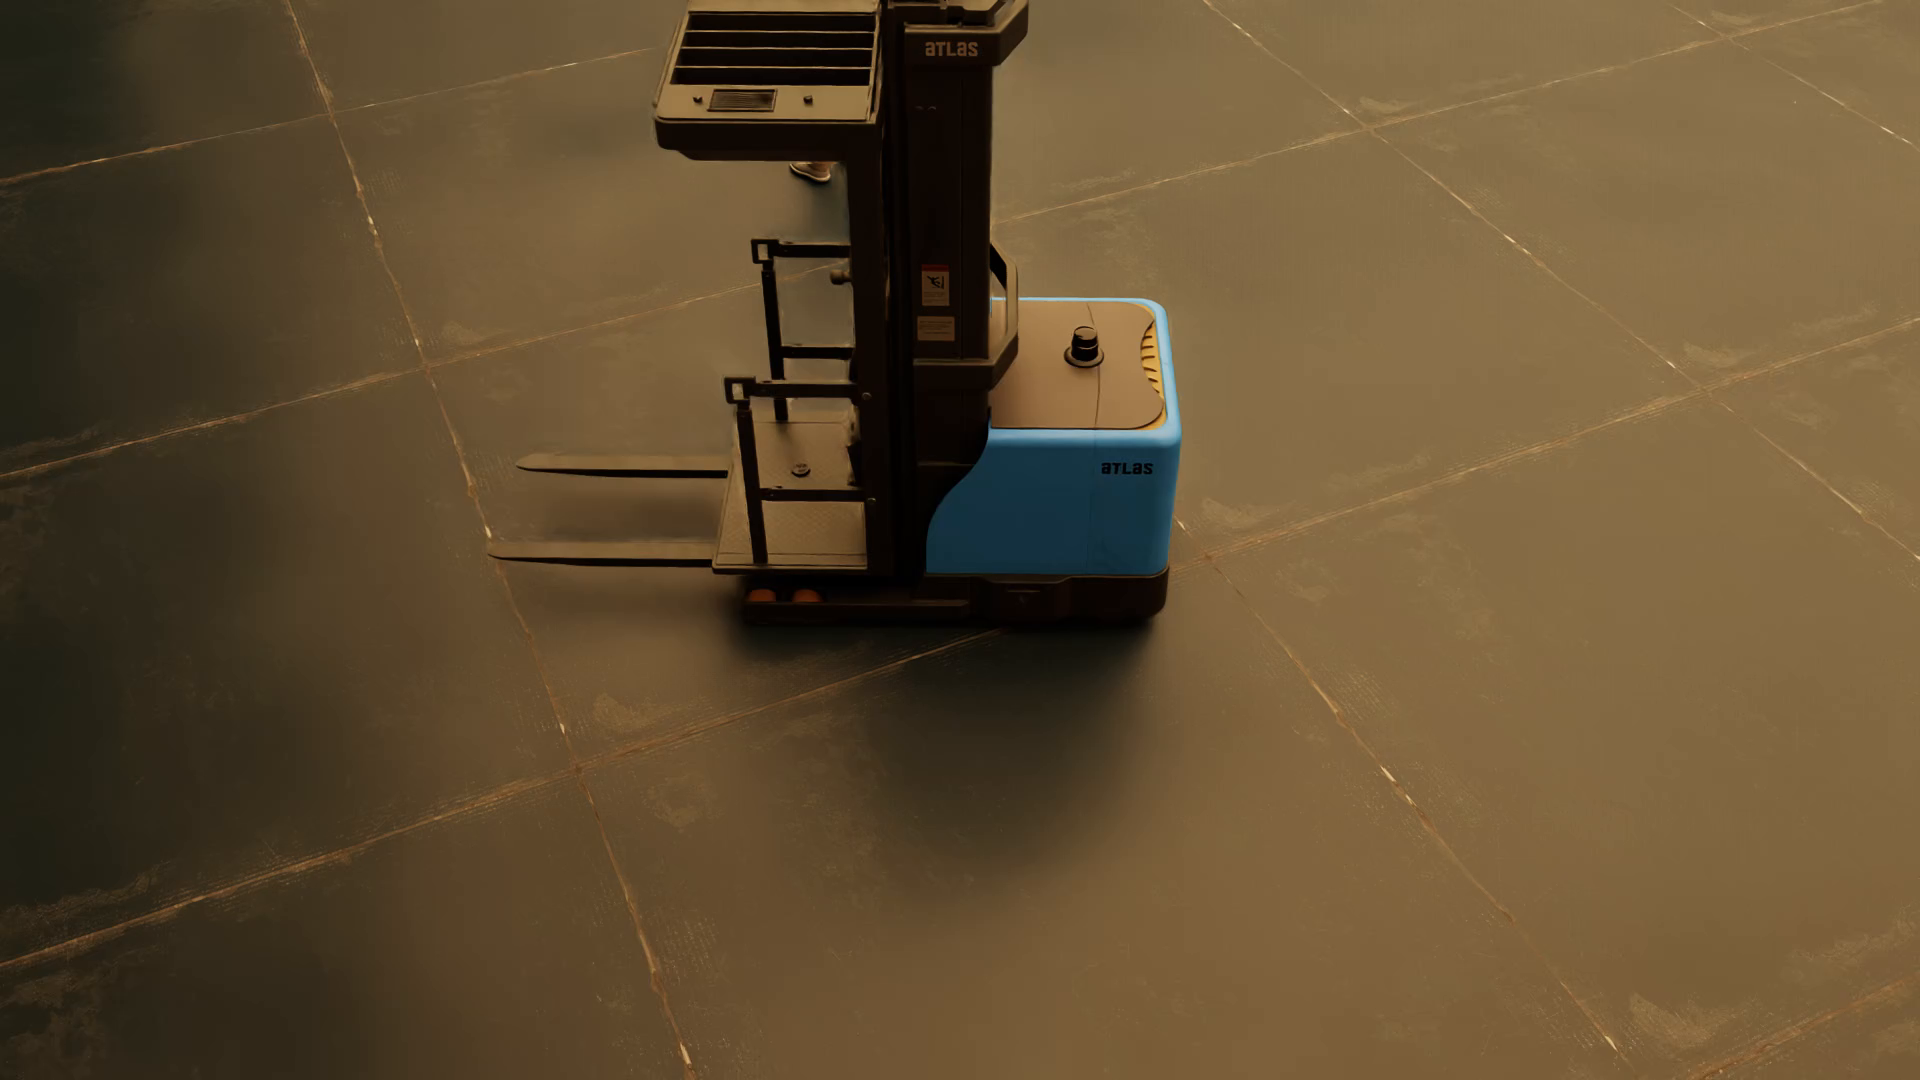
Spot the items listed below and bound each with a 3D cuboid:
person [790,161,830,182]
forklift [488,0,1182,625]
[{"bbox_3d":[-0.878,-2.910,9.670,0.640,1.727,0.551,-26,49,-25],"label":"person"},{"bbox_3d":[-0.592,-1.053,6.809,3.031,2.935,1.130,1,43,1],"label":"forklift"}]
